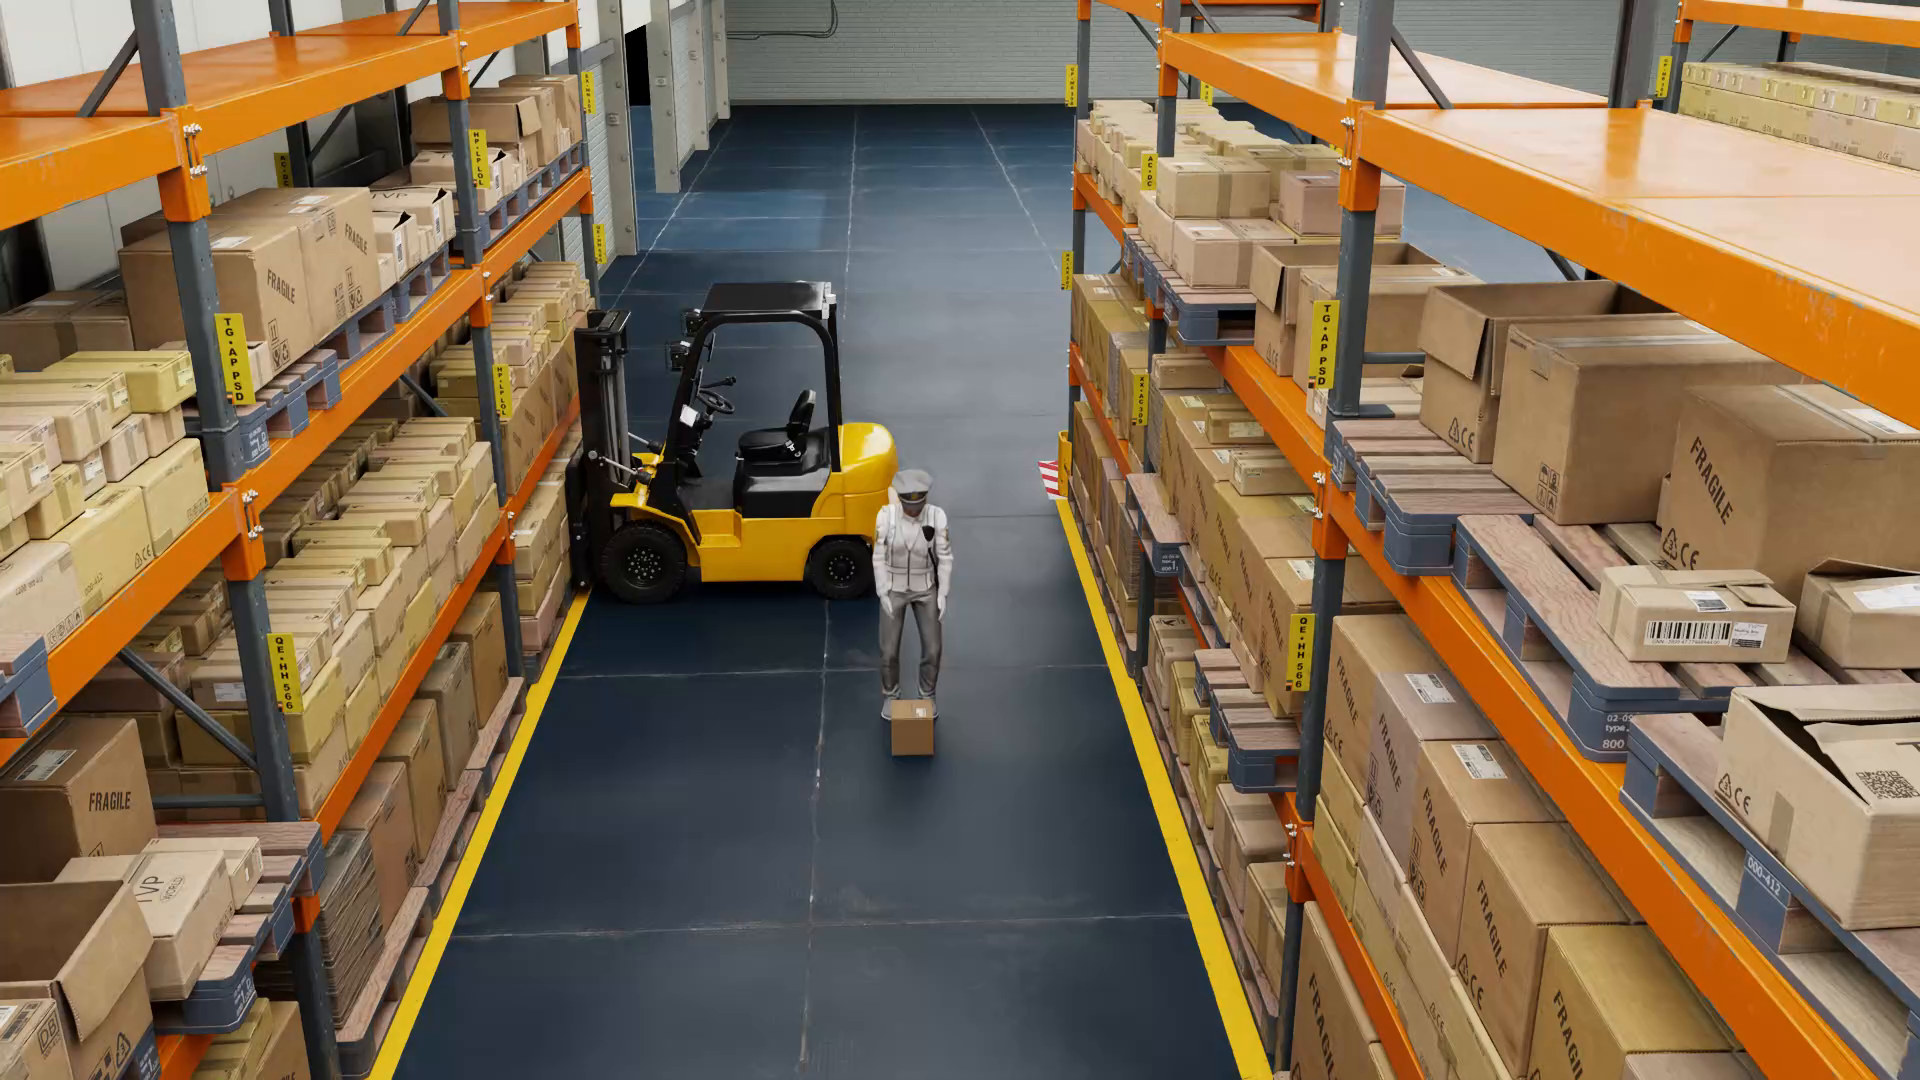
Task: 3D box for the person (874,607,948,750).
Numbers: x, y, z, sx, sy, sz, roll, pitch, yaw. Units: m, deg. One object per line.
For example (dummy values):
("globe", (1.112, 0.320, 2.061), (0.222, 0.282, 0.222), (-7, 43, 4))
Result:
("person", (-0.302, 0.805, 10.247), (0.454, 0.770, 0.904), (-2, 21, -4))
